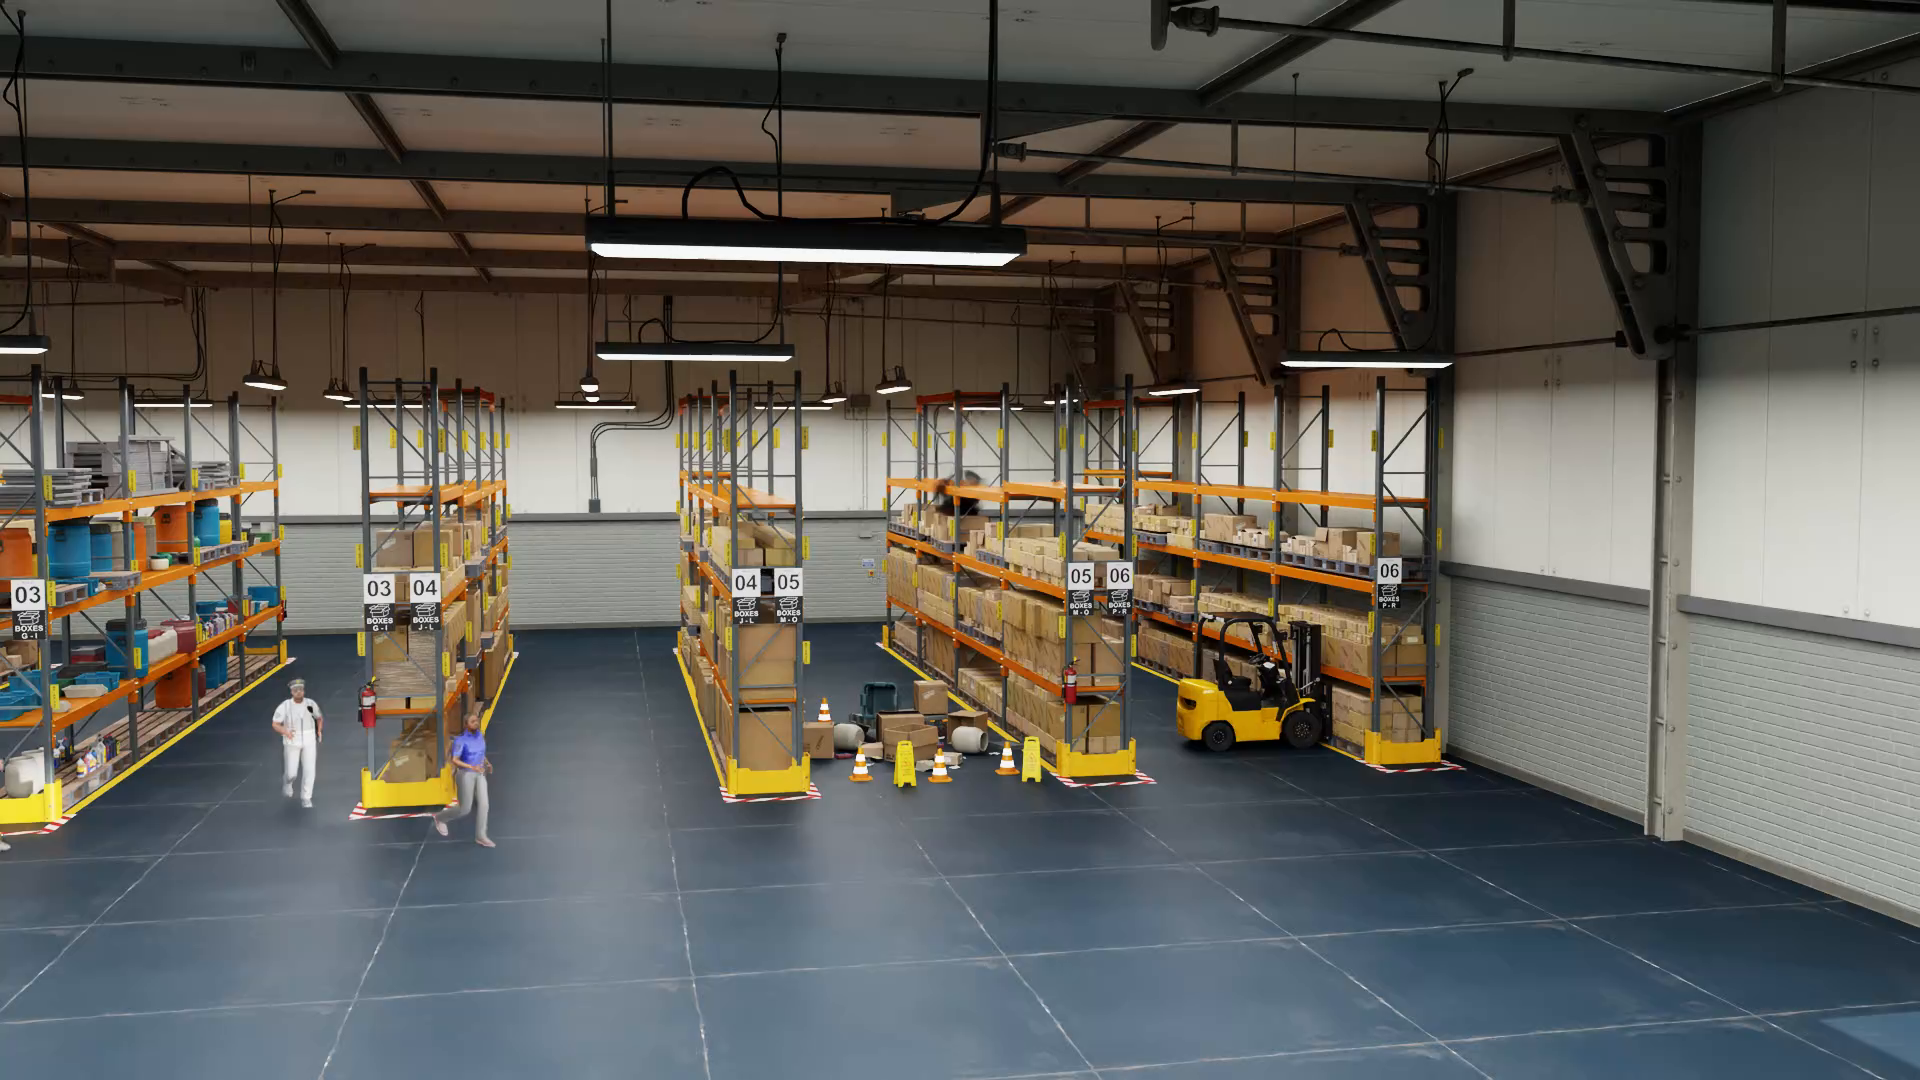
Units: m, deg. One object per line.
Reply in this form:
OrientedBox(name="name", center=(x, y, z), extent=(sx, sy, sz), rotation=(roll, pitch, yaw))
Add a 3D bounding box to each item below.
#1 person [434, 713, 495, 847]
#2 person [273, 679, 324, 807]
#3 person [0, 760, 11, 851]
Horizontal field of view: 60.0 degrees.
OrientedBox(name="person", center=(-6.118, 2.970, 20.678), extent=(0.840, 1.646, 0.587), rotation=(2, 4, 28))
OrientedBox(name="person", center=(-9.078, 2.772, 22.866), extent=(0.680, 1.732, 0.741), rotation=(-2, 4, -33))
OrientedBox(name="person", center=(-11.984, 2.887, 20.230), extent=(0.957, 1.773, 0.725), rotation=(2, 4, 26))
